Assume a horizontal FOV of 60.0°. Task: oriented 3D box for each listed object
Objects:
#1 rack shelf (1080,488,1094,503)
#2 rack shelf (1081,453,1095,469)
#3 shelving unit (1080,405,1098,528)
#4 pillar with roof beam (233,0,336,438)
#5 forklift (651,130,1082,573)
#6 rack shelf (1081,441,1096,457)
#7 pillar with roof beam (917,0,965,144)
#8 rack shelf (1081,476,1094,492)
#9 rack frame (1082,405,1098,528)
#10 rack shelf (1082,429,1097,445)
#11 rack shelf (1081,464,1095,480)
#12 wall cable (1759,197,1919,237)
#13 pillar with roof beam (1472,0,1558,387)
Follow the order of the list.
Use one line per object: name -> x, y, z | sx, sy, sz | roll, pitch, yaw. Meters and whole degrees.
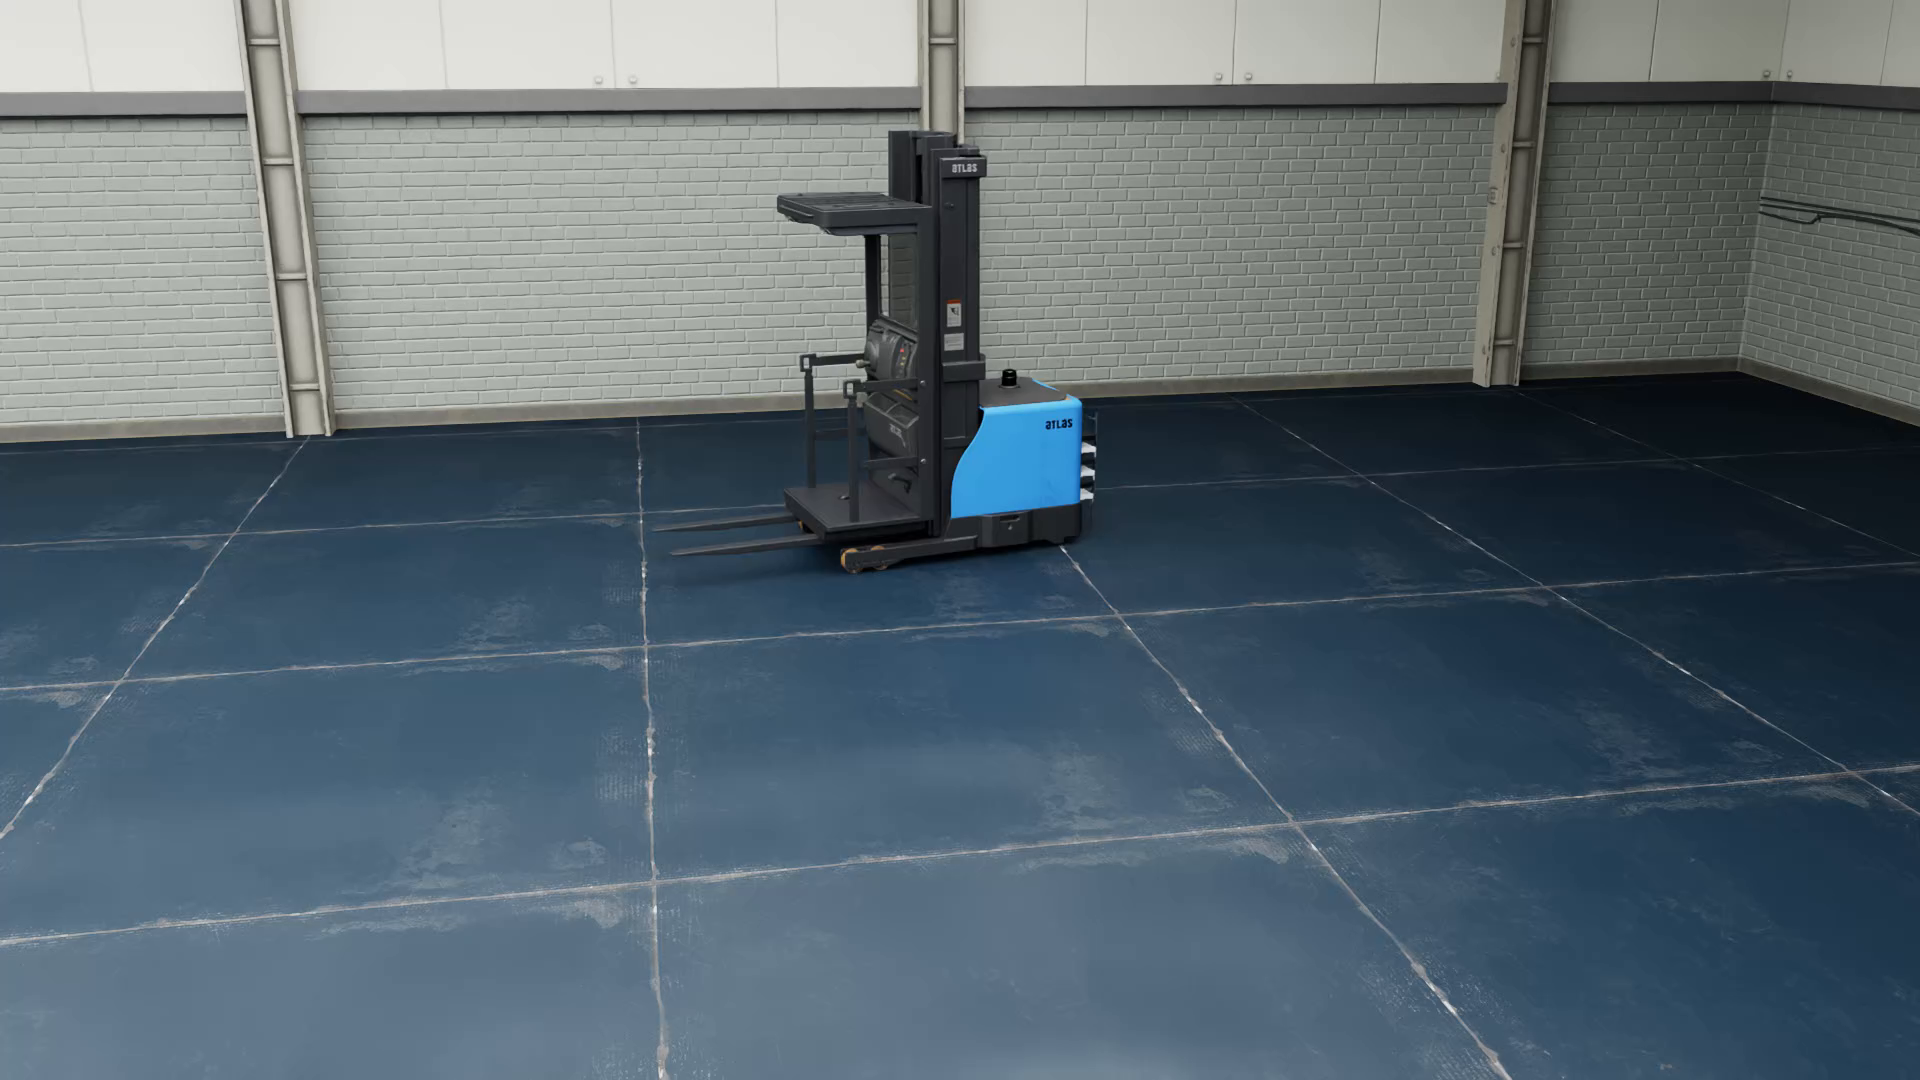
rack shelf -> 0.865, -0.338, 12.597 | 0.200, 0.077, 0.258 | -5, 18, -22
rack shelf -> 0.872, -0.597, 12.521 | 0.200, 0.077, 0.258 | -5, 18, -22
shelving unit -> 0.870, -0.543, 12.537 | 0.210, 0.900, 0.258 | -5, 18, -22
pillar with roof beam -> -5.253, -4.063, 10.215 | 0.400, 9.000, 9.100 | -3, 17, -10
forklift -> -0.672, -1.347, 11.705 | 3.031, 2.935, 1.130 | -7, 18, -21
rack shelf -> 0.874, -0.683, 12.495 | 0.200, 0.077, 0.258 | -5, 18, -22
pillar with roof beam -> 0.638, -4.398, 11.303 | 0.400, 9.000, 9.100 | -3, 17, -10
rack shelf -> 0.867, -0.425, 12.572 | 0.200, 0.077, 0.258 | -5, 18, -22
rack frame -> 0.964, -0.552, 12.575 | 0.006, 0.900, 0.240 | -5, 18, -22
rack shelf -> 0.876, -0.770, 12.470 | 0.200, 0.077, 0.258 | -5, 18, -22
rack shelf -> 0.870, -0.511, 12.546 | 0.200, 0.077, 0.258 | -5, 18, -22
wall cable -> 8.855, -4.271, 16.181 | 0.112, 2.526, 3.097 | -3, 17, -10
pillar with roof beam -> 6.529, -4.732, 12.391 | 0.400, 9.000, 9.100 | -3, 17, -10
